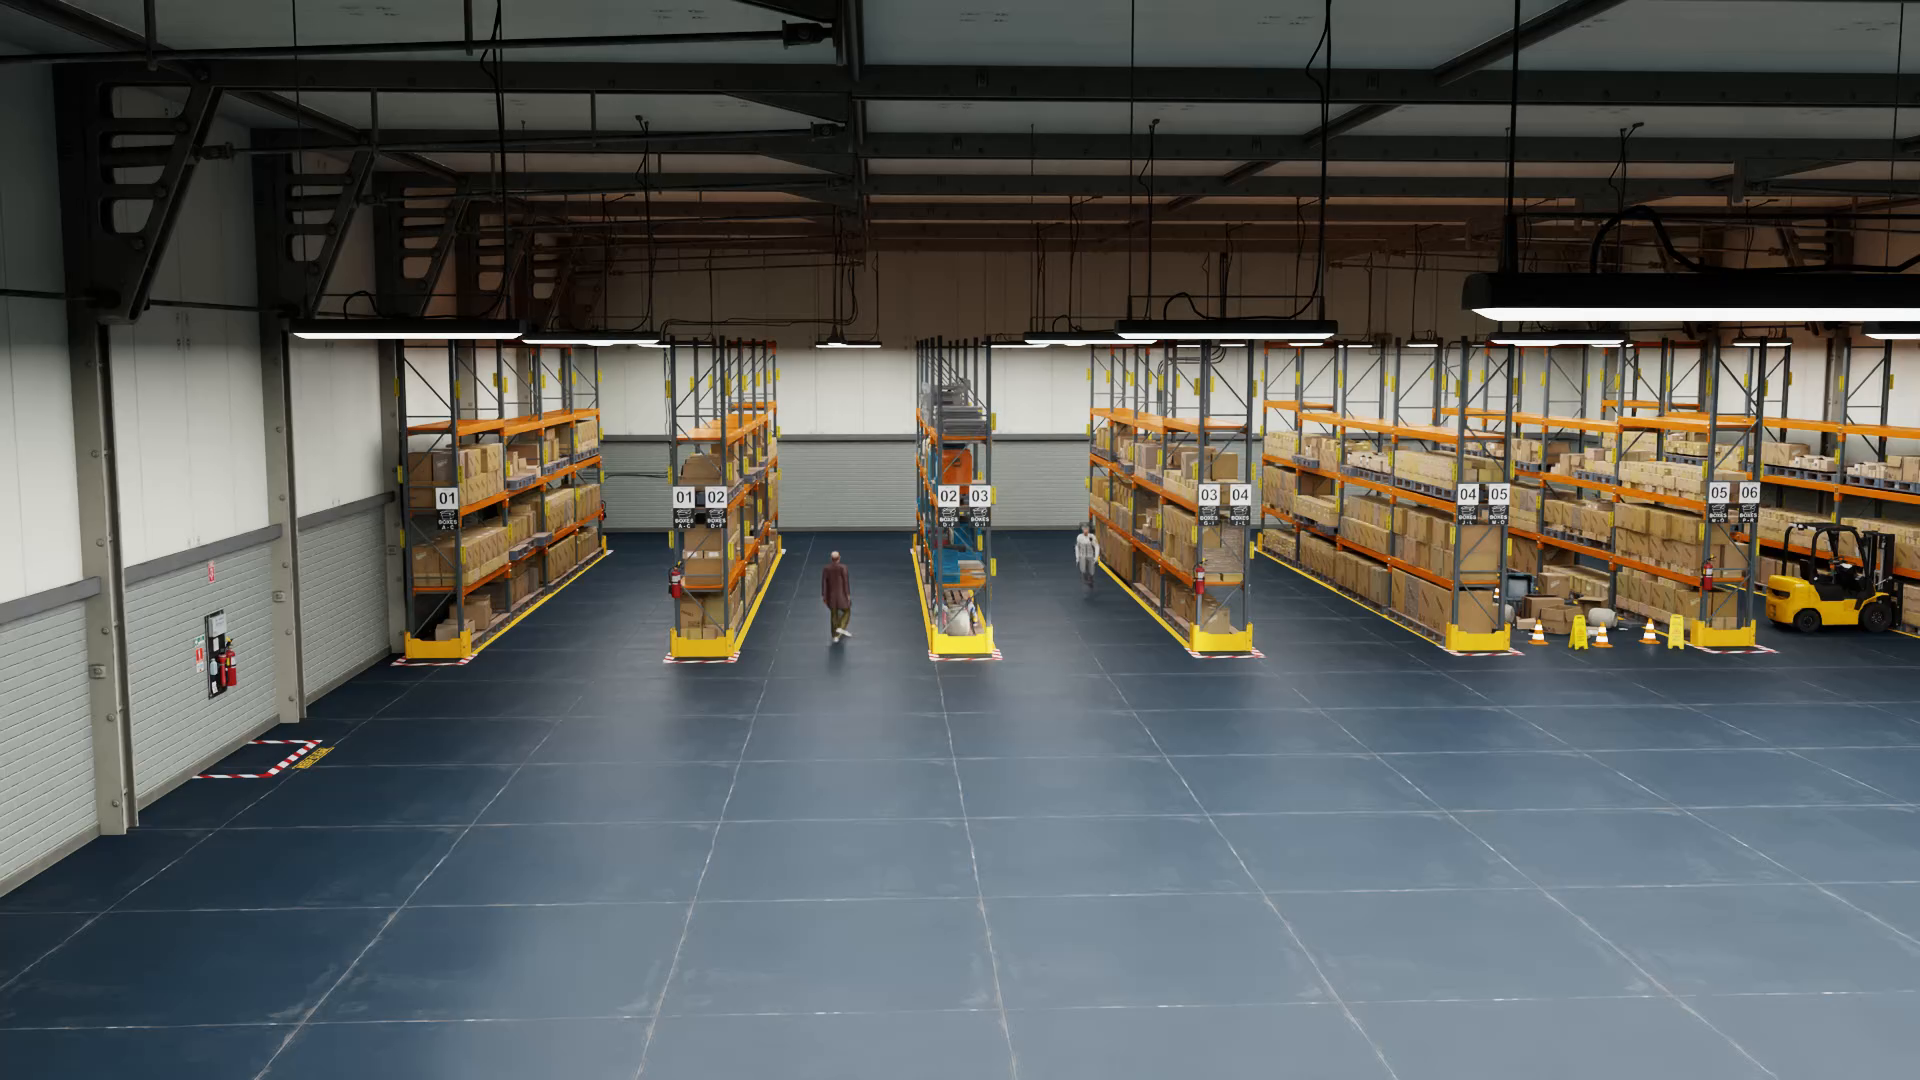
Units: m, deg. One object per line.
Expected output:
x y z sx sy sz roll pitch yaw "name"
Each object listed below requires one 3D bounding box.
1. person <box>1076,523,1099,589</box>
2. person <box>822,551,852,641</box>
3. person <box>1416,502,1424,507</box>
2.985 0.381 38.945 0.550 1.586 0.678 1 7 8 "person"
-2.437 1.114 32.823 0.625 1.769 0.571 1 7 9 "person"
12.643 -0.274 45.560 0.500 1.673 0.521 0 6 -2 "person"
